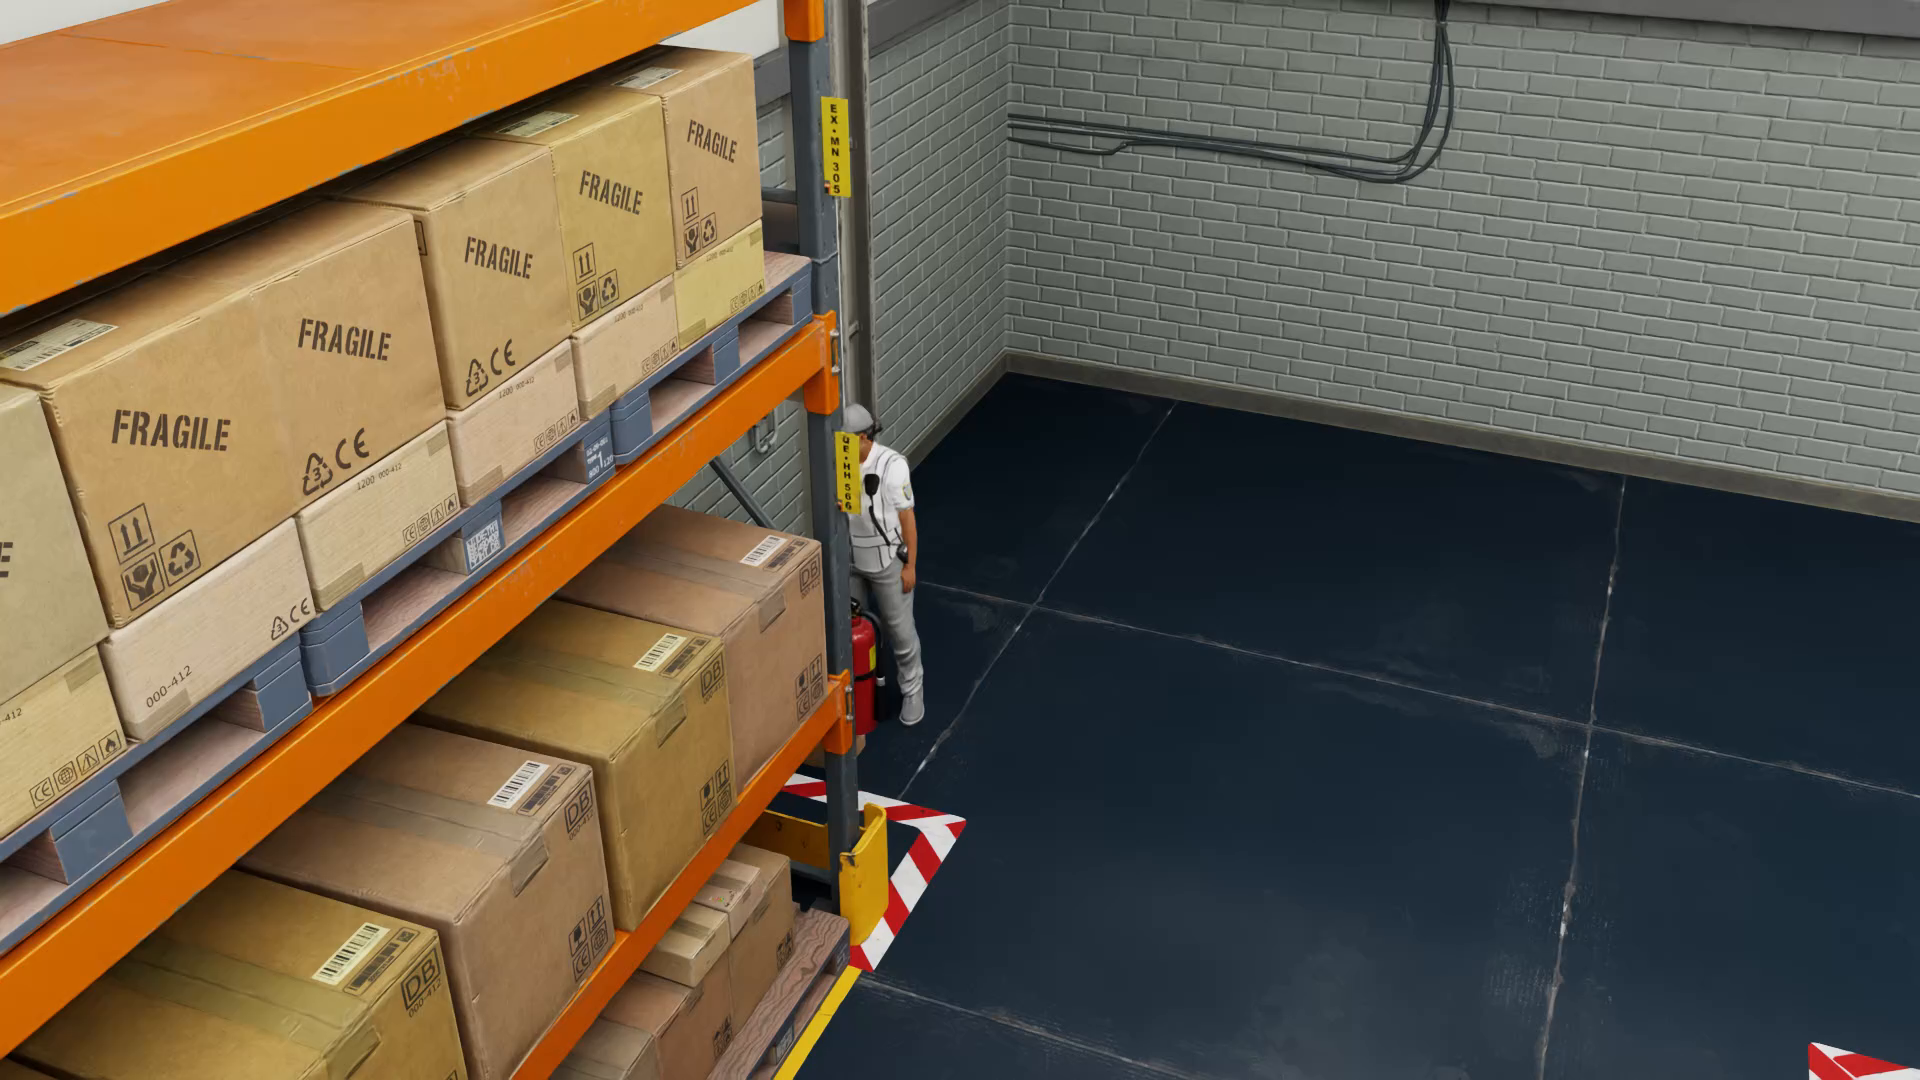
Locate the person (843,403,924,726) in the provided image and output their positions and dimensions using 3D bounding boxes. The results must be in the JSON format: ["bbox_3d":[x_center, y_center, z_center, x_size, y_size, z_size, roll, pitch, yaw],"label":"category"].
[{"bbox_3d":[-0.442,0.110,8.176,0.587,1.678,0.389,12,32,19],"label":"person"}]
